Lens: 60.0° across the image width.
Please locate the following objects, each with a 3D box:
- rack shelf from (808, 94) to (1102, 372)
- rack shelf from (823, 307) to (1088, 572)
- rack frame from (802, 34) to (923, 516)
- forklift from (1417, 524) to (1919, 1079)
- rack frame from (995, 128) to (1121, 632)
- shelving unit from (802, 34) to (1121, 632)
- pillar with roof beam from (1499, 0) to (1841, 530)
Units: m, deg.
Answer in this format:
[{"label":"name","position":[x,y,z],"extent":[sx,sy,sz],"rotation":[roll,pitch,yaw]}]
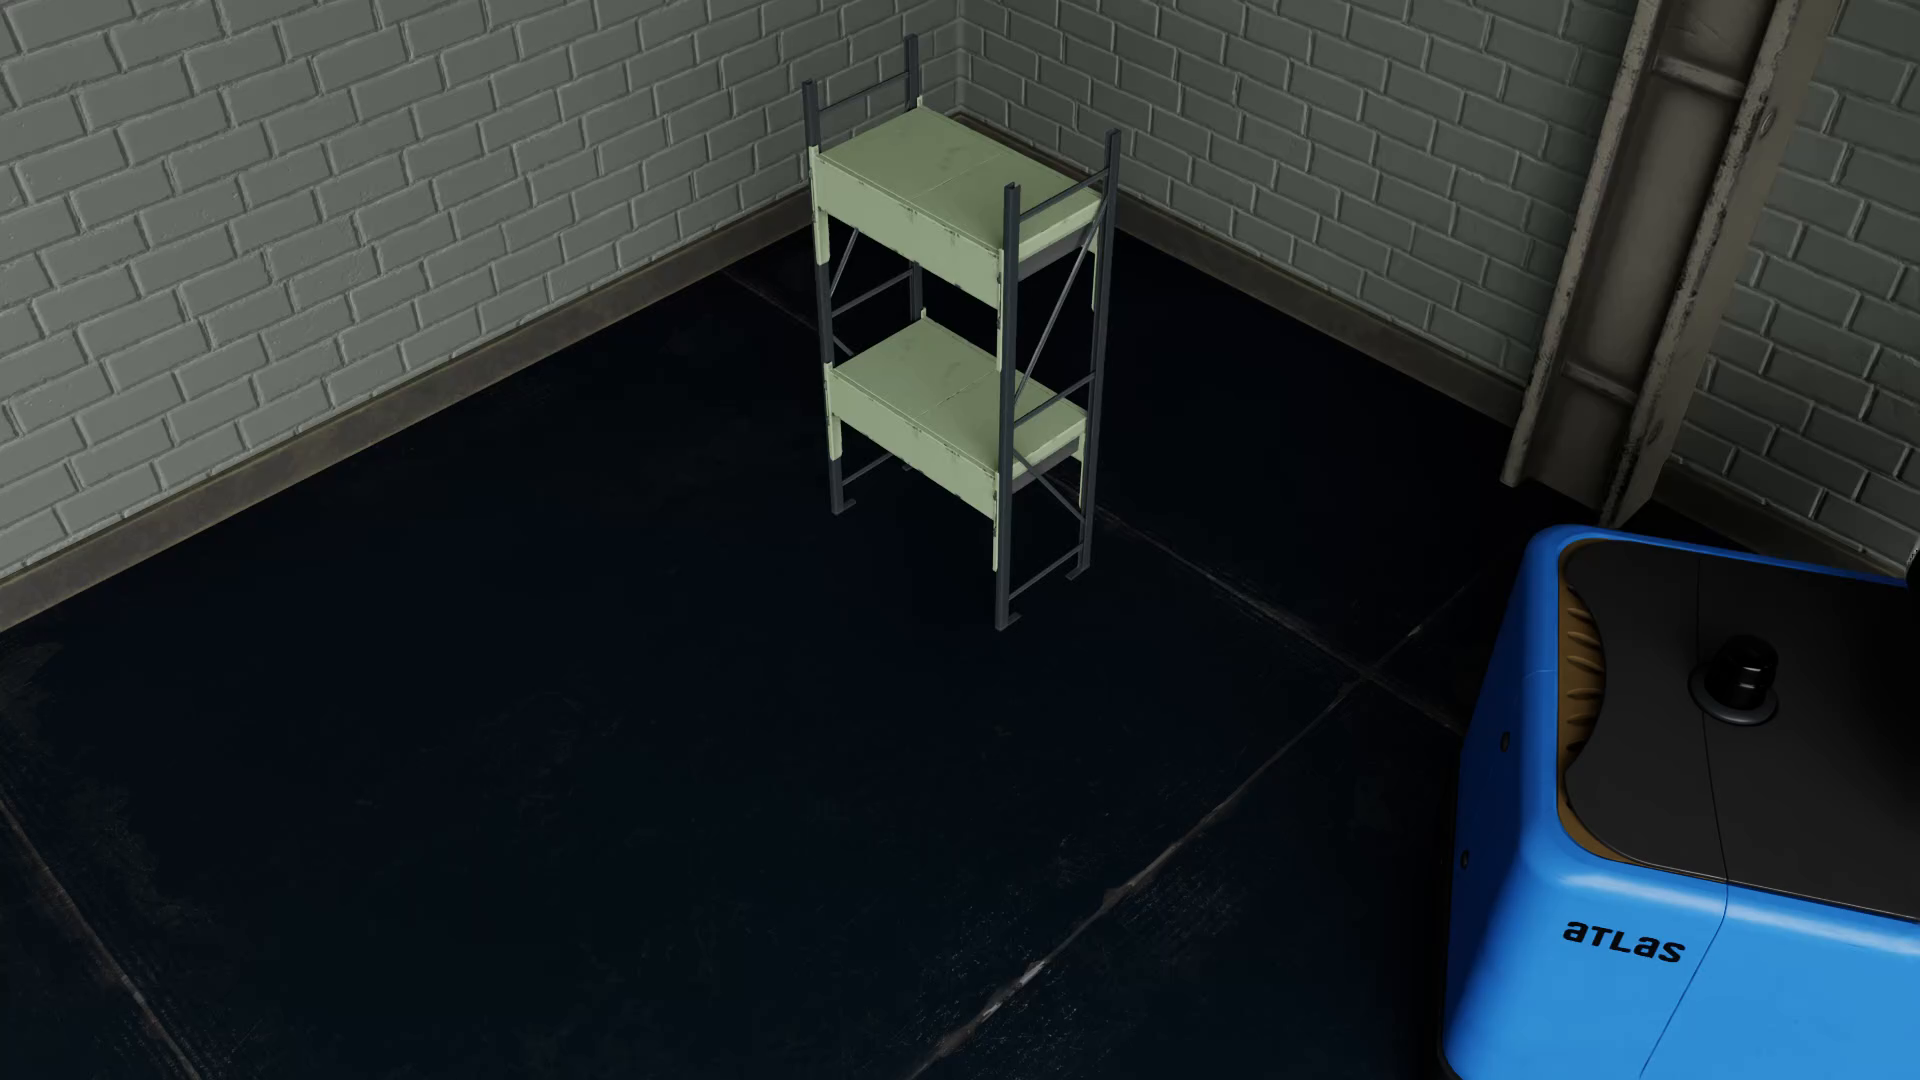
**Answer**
[{"label":"rack shelf","position":[-0.005,-0.841,4.480],"extent":[0.431,0.370,0.720],"rotation":[-34,53,-31]},{"label":"rack shelf","position":[-0.005,-0.315,4.966],"extent":[0.431,0.370,0.720],"rotation":[-34,53,-31]},{"label":"rack frame","position":[-0.263,-0.730,4.935],"extent":[0.400,1.500,0.023],"rotation":[-34,53,-31]},{"label":"forklift","position":[2.606,0.237,2.834],"extent":[3.031,2.935,1.130],"rotation":[10,44,11]},{"label":"rack frame","position":[0.254,-0.378,4.554],"extent":[0.400,1.500,0.023],"rotation":[-34,53,-31]},{"label":"shelving unit","position":[-0.005,-0.554,4.744],"extent":[0.431,1.500,0.755],"rotation":[-34,53,-31]},{"label":"pillar with roof beam","position":[-1.031,-1.418,0.153],"extent":[9.100,9.000,0.400],"rotation":[-34,53,-31]}]
